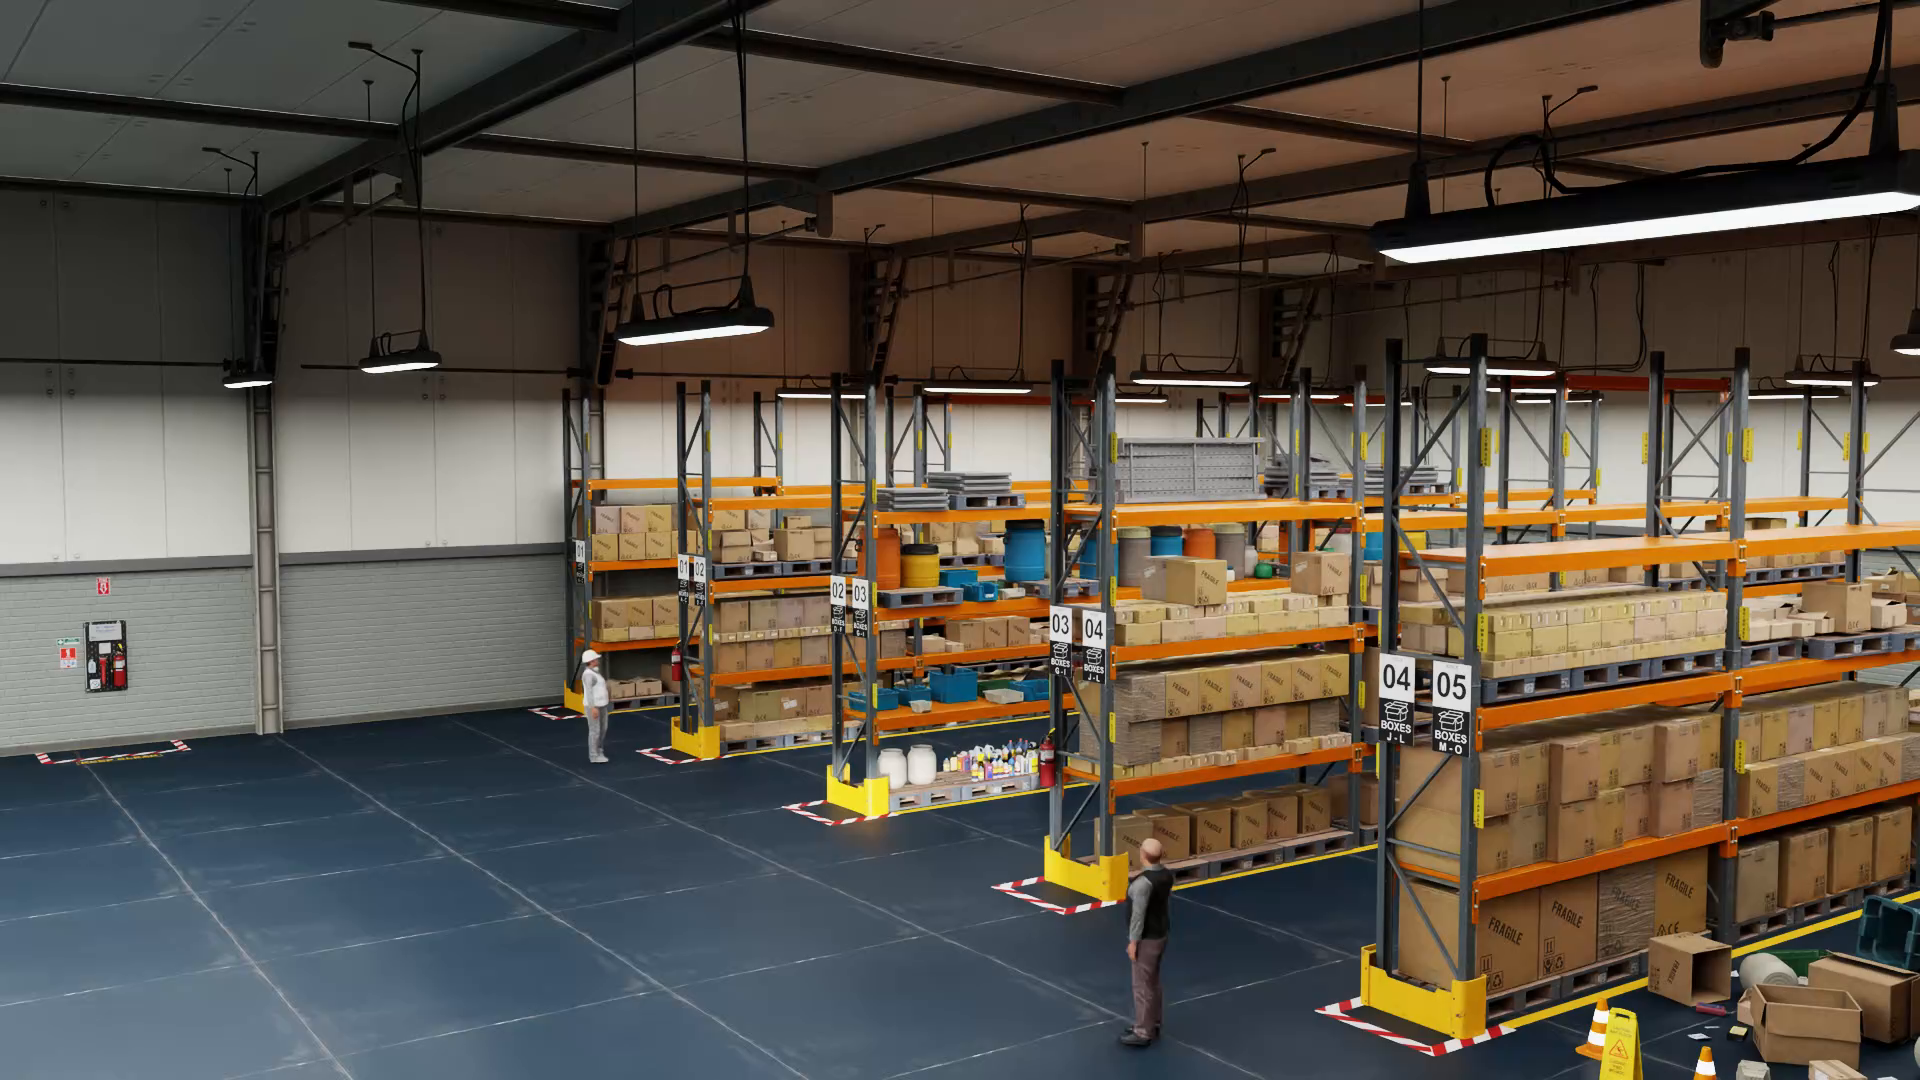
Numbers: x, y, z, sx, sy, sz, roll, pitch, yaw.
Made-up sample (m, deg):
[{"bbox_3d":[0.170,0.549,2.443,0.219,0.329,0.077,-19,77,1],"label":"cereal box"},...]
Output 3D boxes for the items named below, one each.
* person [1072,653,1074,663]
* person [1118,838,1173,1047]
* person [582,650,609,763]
[{"bbox_3d":[2.526,2.029,35.350,1.114,1.734,0.668,-4,5,-45],"label":"person"},{"bbox_3d":[1.582,3.393,14.142,0.420,1.729,0.539,1,4,17],"label":"person"},{"bbox_3d":[-5.717,2.622,26.156,0.455,1.805,0.607,1,4,12],"label":"person"}]
